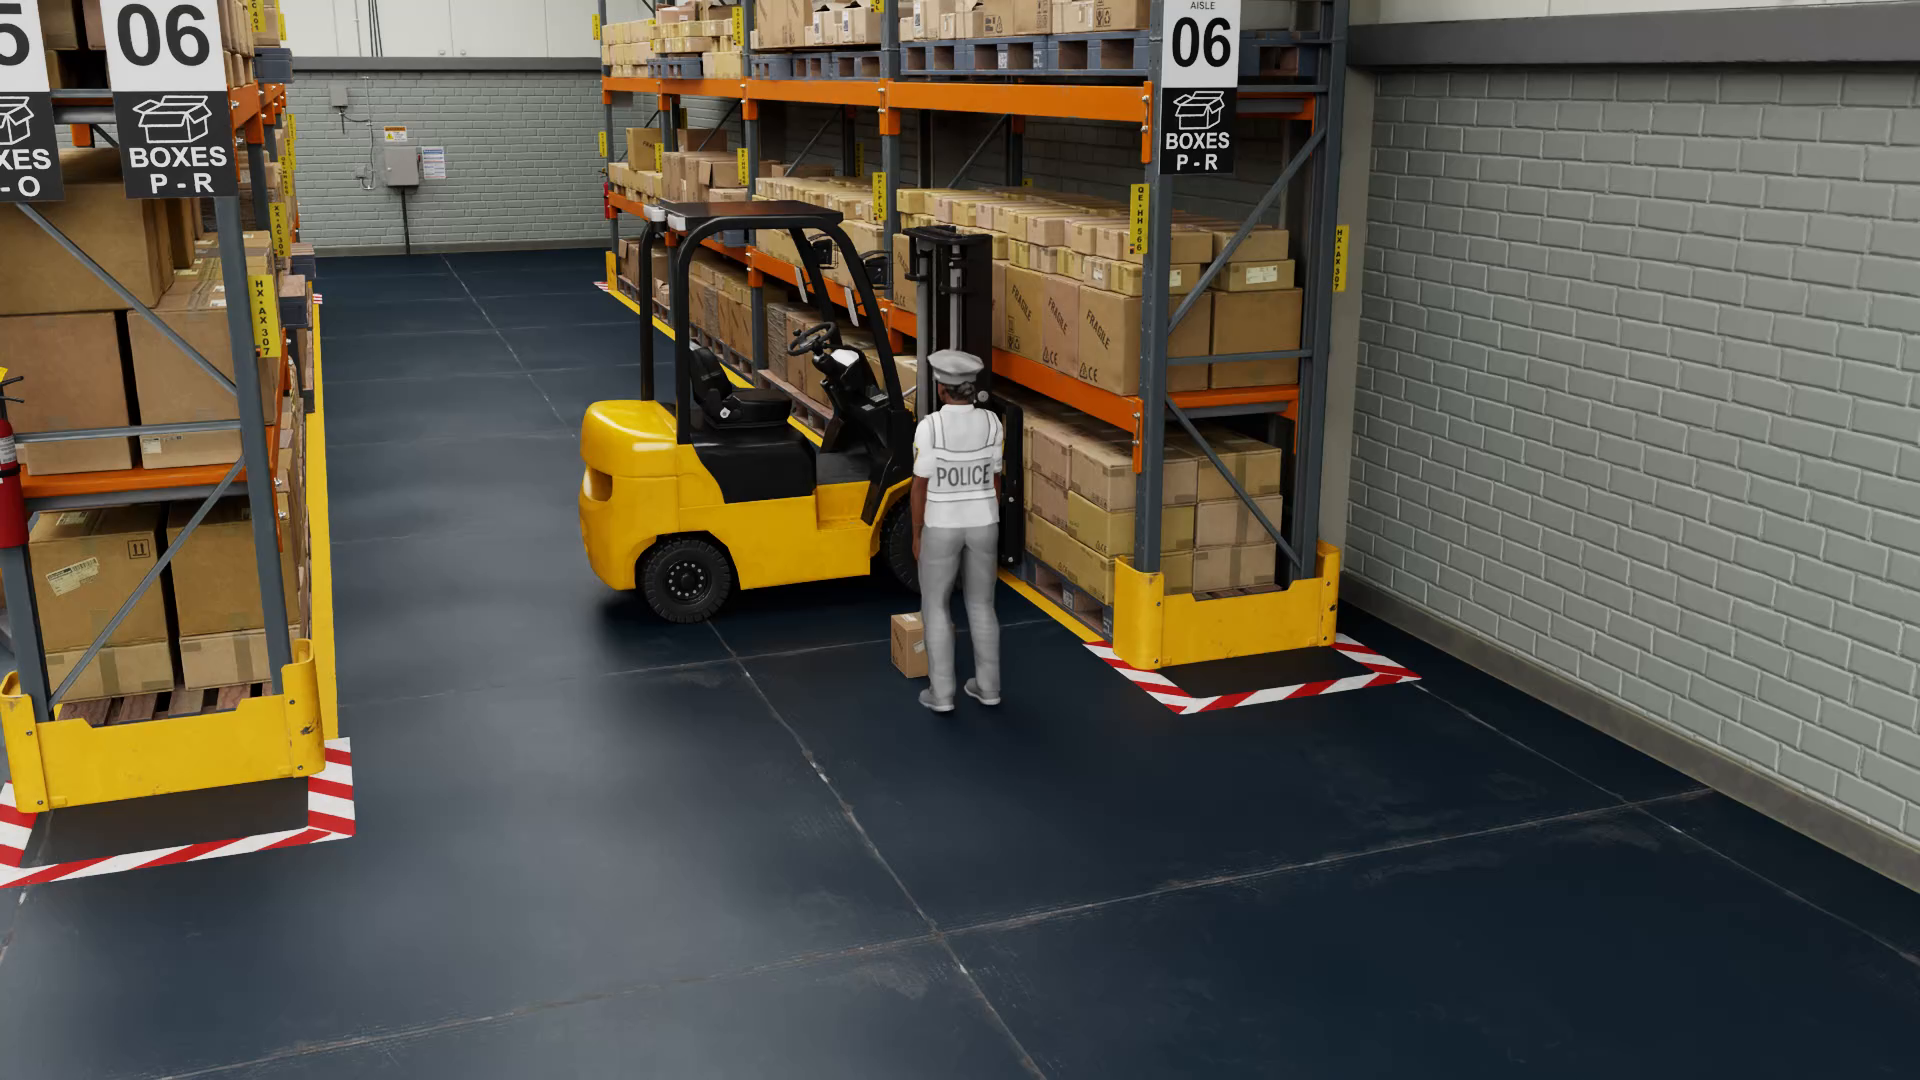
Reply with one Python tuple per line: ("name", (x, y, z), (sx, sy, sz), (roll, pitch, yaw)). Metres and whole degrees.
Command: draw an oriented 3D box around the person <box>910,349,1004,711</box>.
("person", (-0.024, -0.029, 7.659), (0.437, 1.677, 0.341), (-6, 17, -19))
